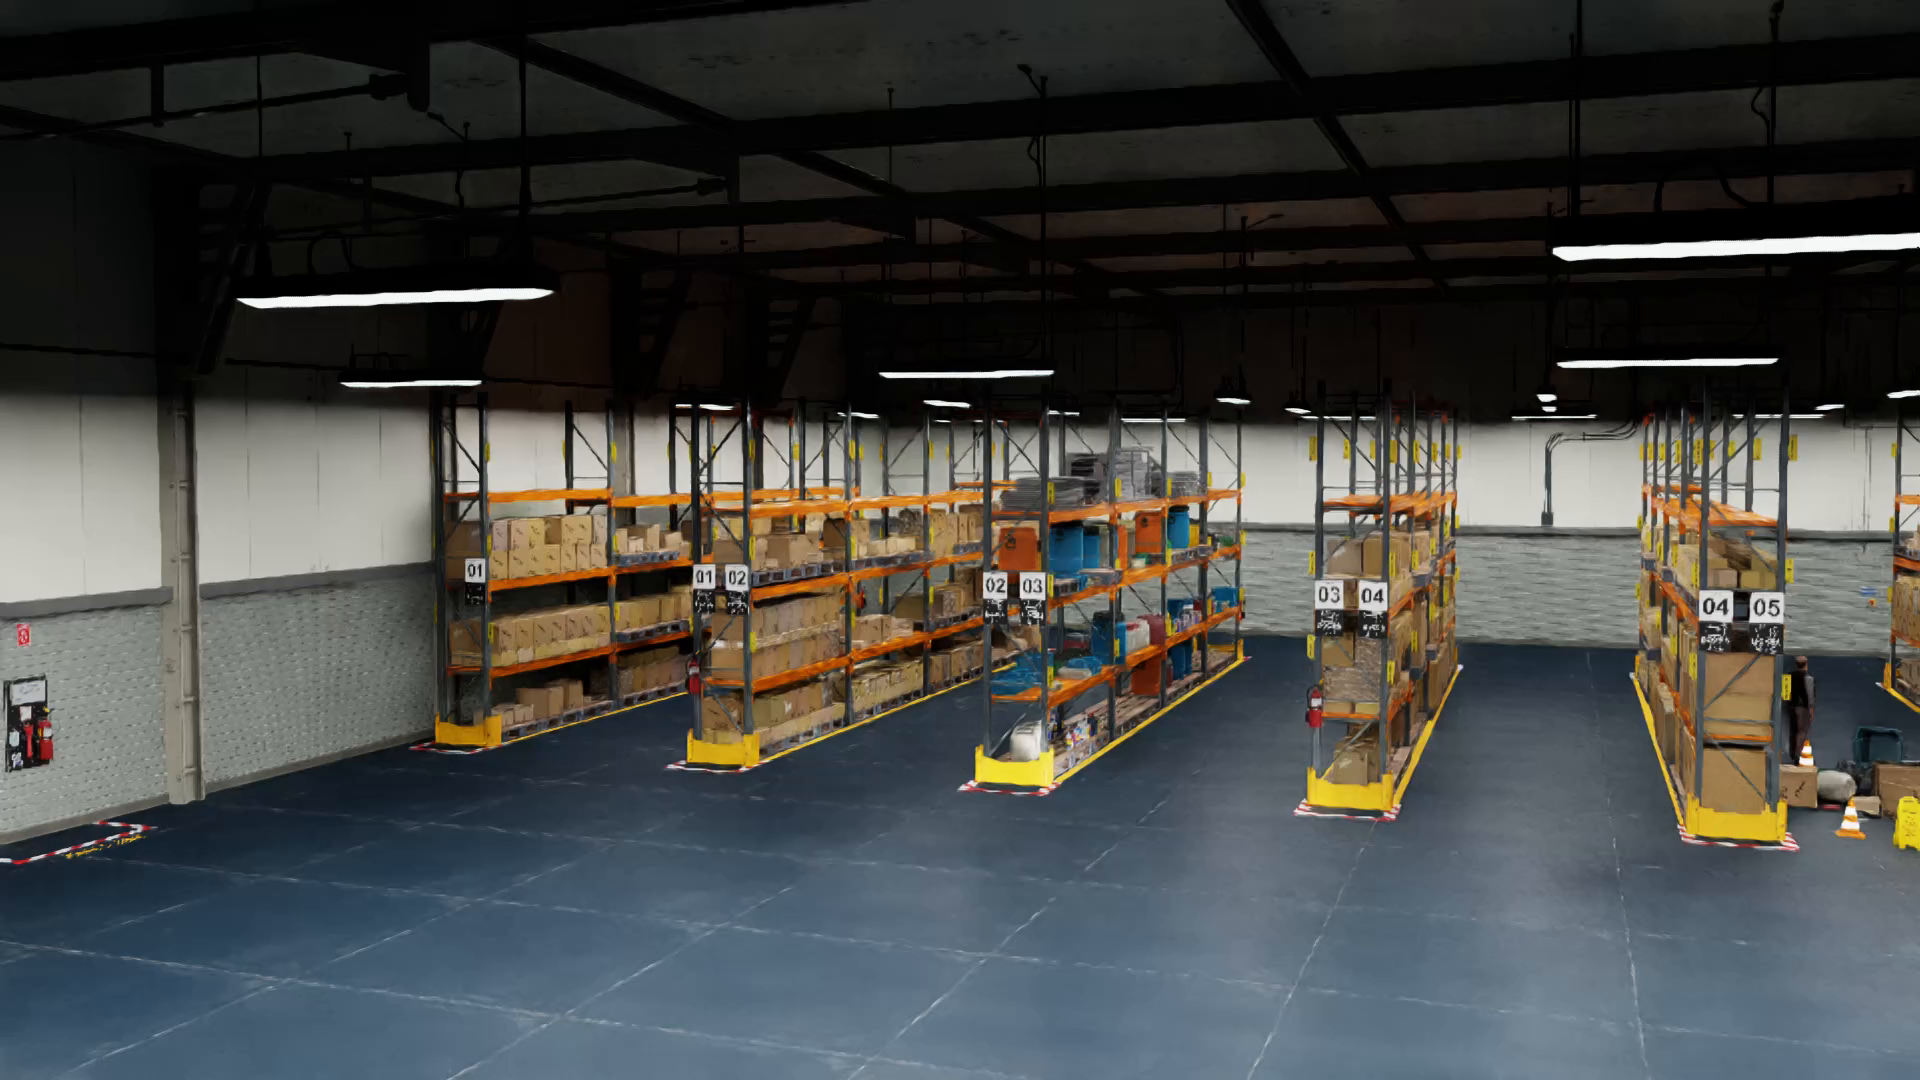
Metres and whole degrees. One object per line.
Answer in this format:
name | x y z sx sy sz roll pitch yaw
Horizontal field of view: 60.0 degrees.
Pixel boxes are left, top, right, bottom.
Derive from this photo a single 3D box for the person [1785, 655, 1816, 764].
person | 13.517 2.704 26.663 0.444 1.725 0.581 -1 3 -10
